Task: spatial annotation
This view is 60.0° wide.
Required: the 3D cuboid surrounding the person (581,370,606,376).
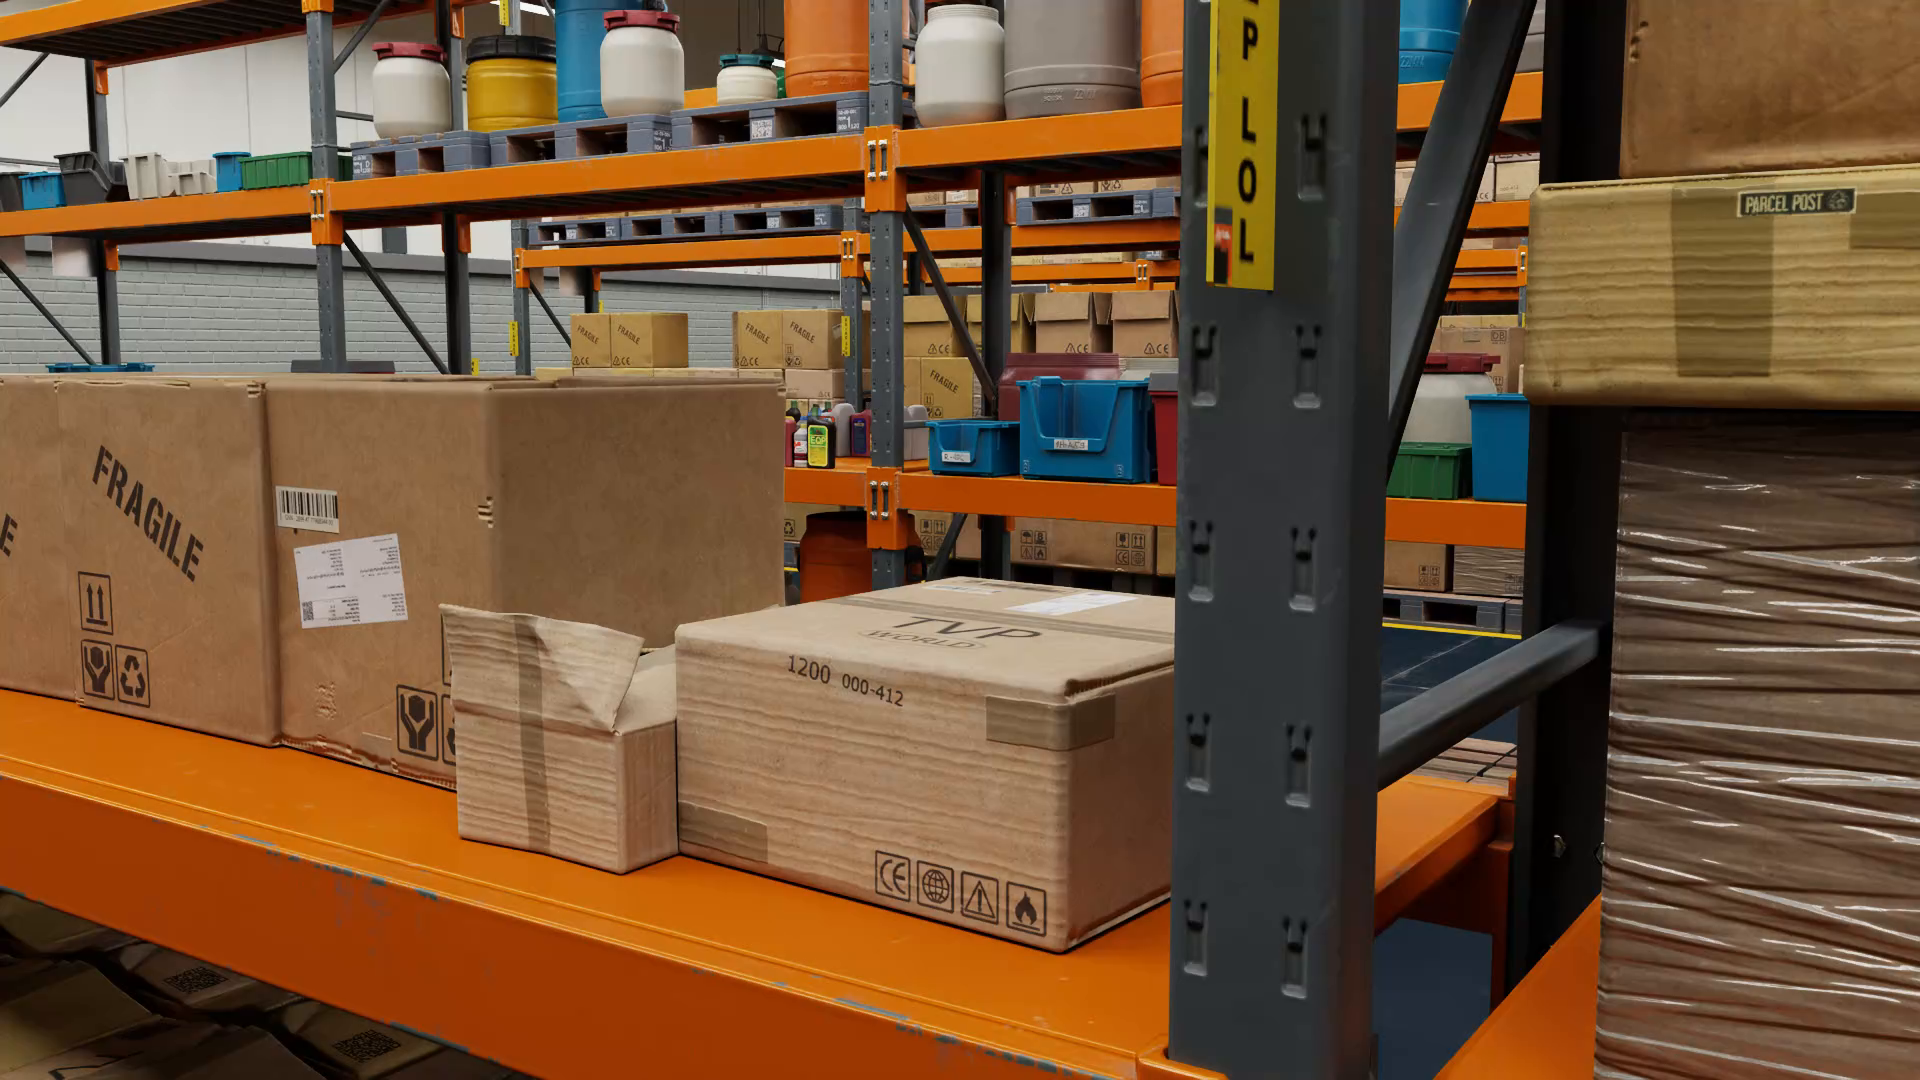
[{"bbox_3d":[-2.907,-0.515,13.295,0.486,1.678,0.669,-6,9,-43],"label":"person"}]
